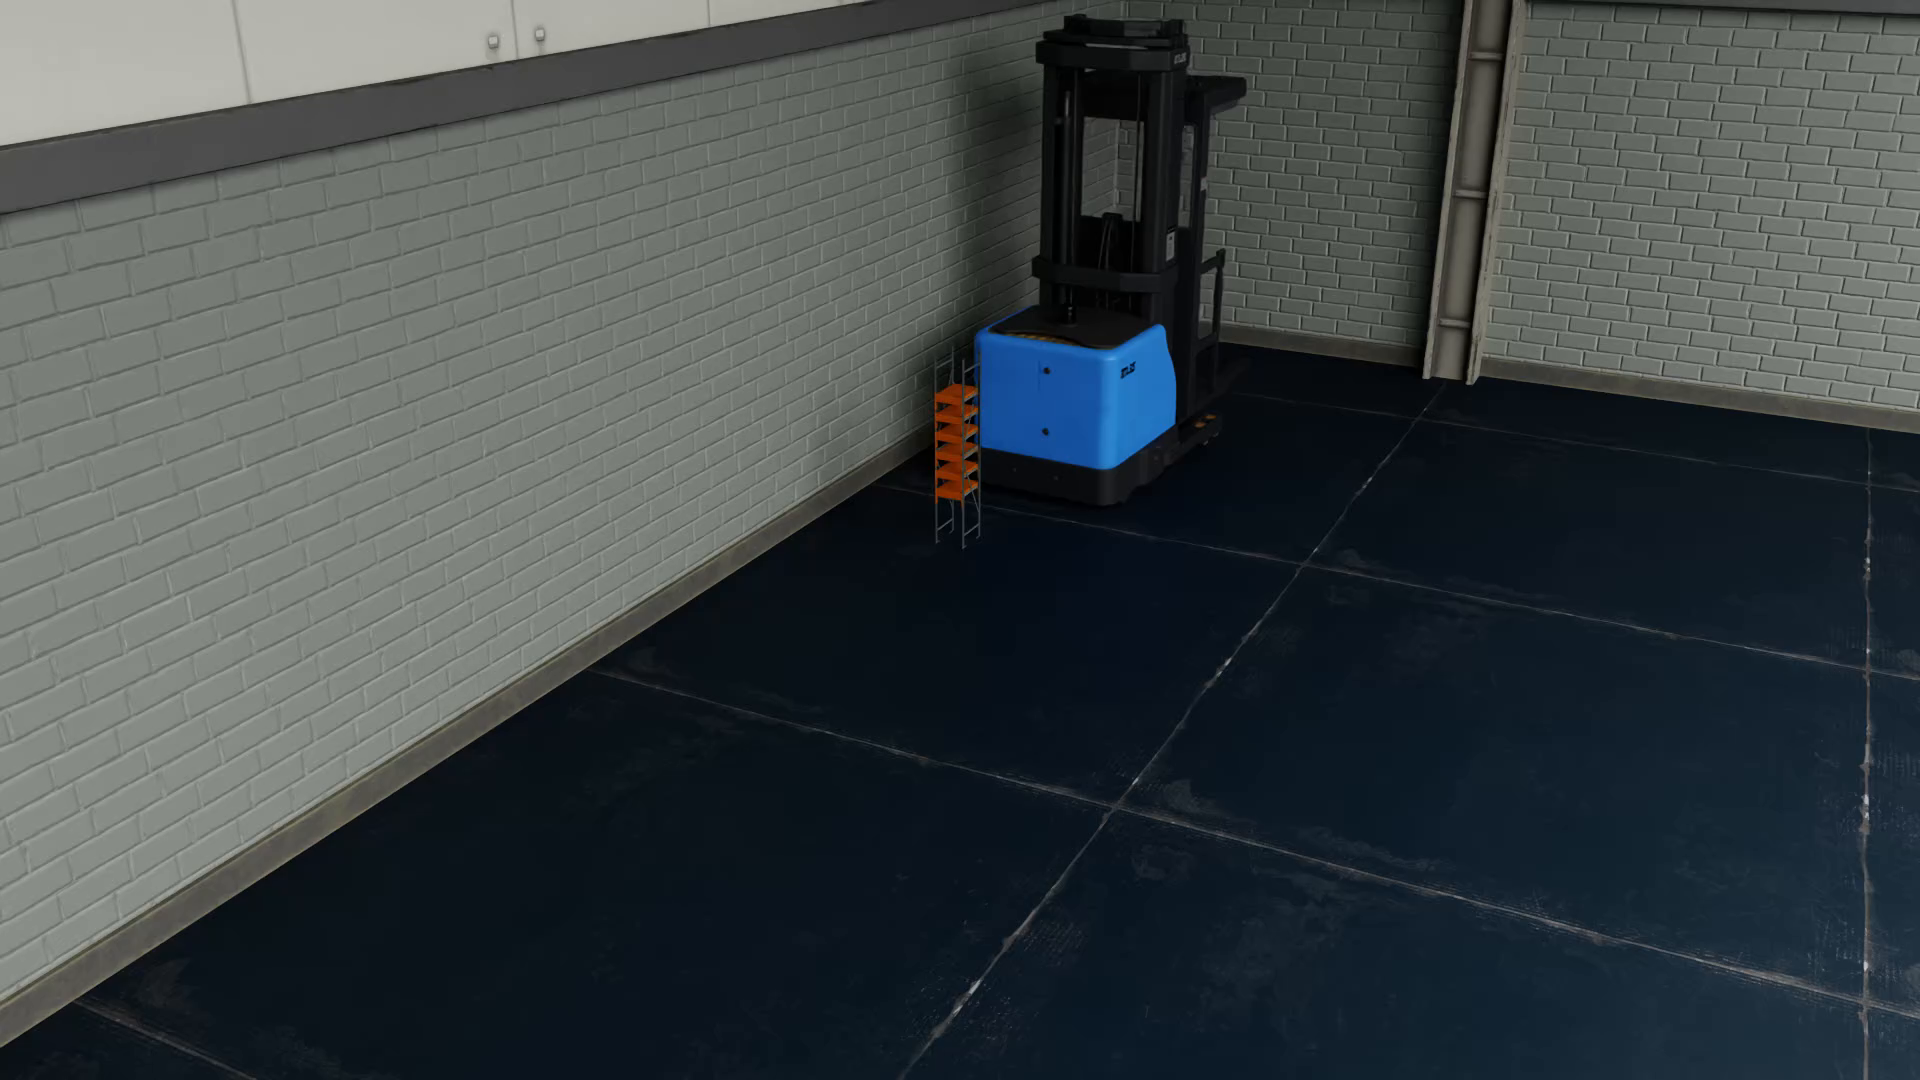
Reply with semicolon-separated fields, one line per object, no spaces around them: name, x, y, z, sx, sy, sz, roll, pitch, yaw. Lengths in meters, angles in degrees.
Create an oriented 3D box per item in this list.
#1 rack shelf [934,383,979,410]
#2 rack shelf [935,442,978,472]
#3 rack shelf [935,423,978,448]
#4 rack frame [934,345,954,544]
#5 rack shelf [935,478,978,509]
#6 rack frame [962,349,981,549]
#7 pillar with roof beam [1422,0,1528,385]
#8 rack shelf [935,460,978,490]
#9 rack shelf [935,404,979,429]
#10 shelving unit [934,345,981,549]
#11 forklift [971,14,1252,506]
rack shelf;-0.013;-0.845;9.898;0.180;0.103;0.258;11;25;25
rack shelf;-0.013;-0.514;10.039;0.180;0.103;0.258;11;25;25
rack shelf;-0.013;-0.624;9.992;0.180;0.103;0.258;11;25;25
rack frame;-0.095;-0.571;10.059;0.006;1.200;0.240;11;25;25
rack shelf;-0.013;-0.293;10.133;0.180;0.103;0.258;11;25;25
rack frame;0.069;-0.539;9.983;0.006;1.200;0.240;11;25;25
pillar with roof beam;1.994;-3.950;8.039;0.400;9.000;9.100;11;25;25
rack shelf;-0.013;-0.403;10.086;0.180;0.103;0.258;11;25;25
rack shelf;-0.013;-0.735;9.945;0.180;0.103;0.258;11;25;25
shelving unit;-0.013;-0.555;10.021;0.189;1.200;0.258;11;25;25
forklift;1.241;-2.101;11.446;1.130;2.935;3.031;13;26;27
